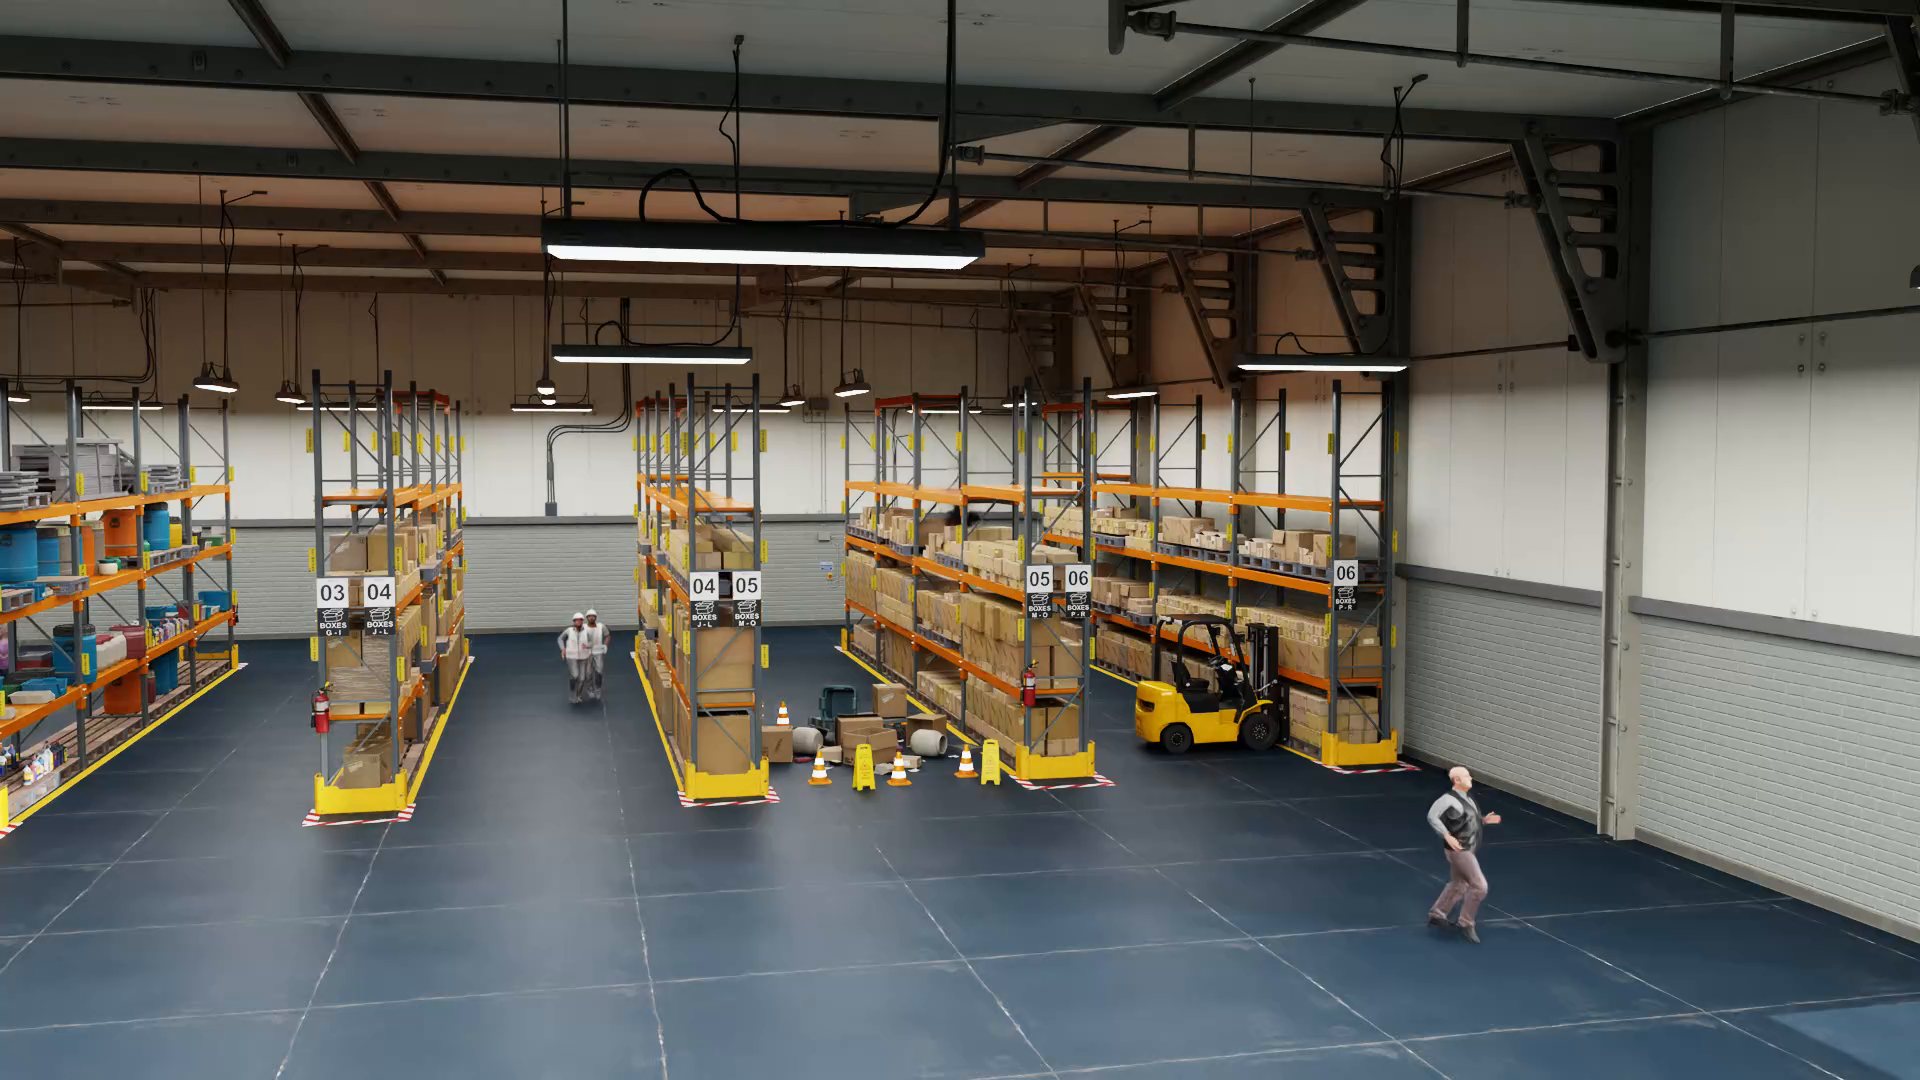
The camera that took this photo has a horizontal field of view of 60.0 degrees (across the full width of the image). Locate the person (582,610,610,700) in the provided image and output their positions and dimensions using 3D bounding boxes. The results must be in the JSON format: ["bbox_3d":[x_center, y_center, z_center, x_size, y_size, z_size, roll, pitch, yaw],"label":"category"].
[{"bbox_3d":[-7.161,2.246,32.425,0.662,1.767,0.633,-1,3,-12],"label":"person"}]

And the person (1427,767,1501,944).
[{"bbox_3d":[5.085,3.177,16.812,0.715,1.773,0.637,2,4,32],"label":"person"}]

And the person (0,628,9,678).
[{"bbox_3d":[-17.824,2.404,30.819,0.541,1.604,0.813,-1,4,-24],"label":"person"}]

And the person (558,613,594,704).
[{"bbox_3d":[-7.342,2.273,31.937,0.644,1.749,0.642,-2,4,-26],"label":"person"}]
